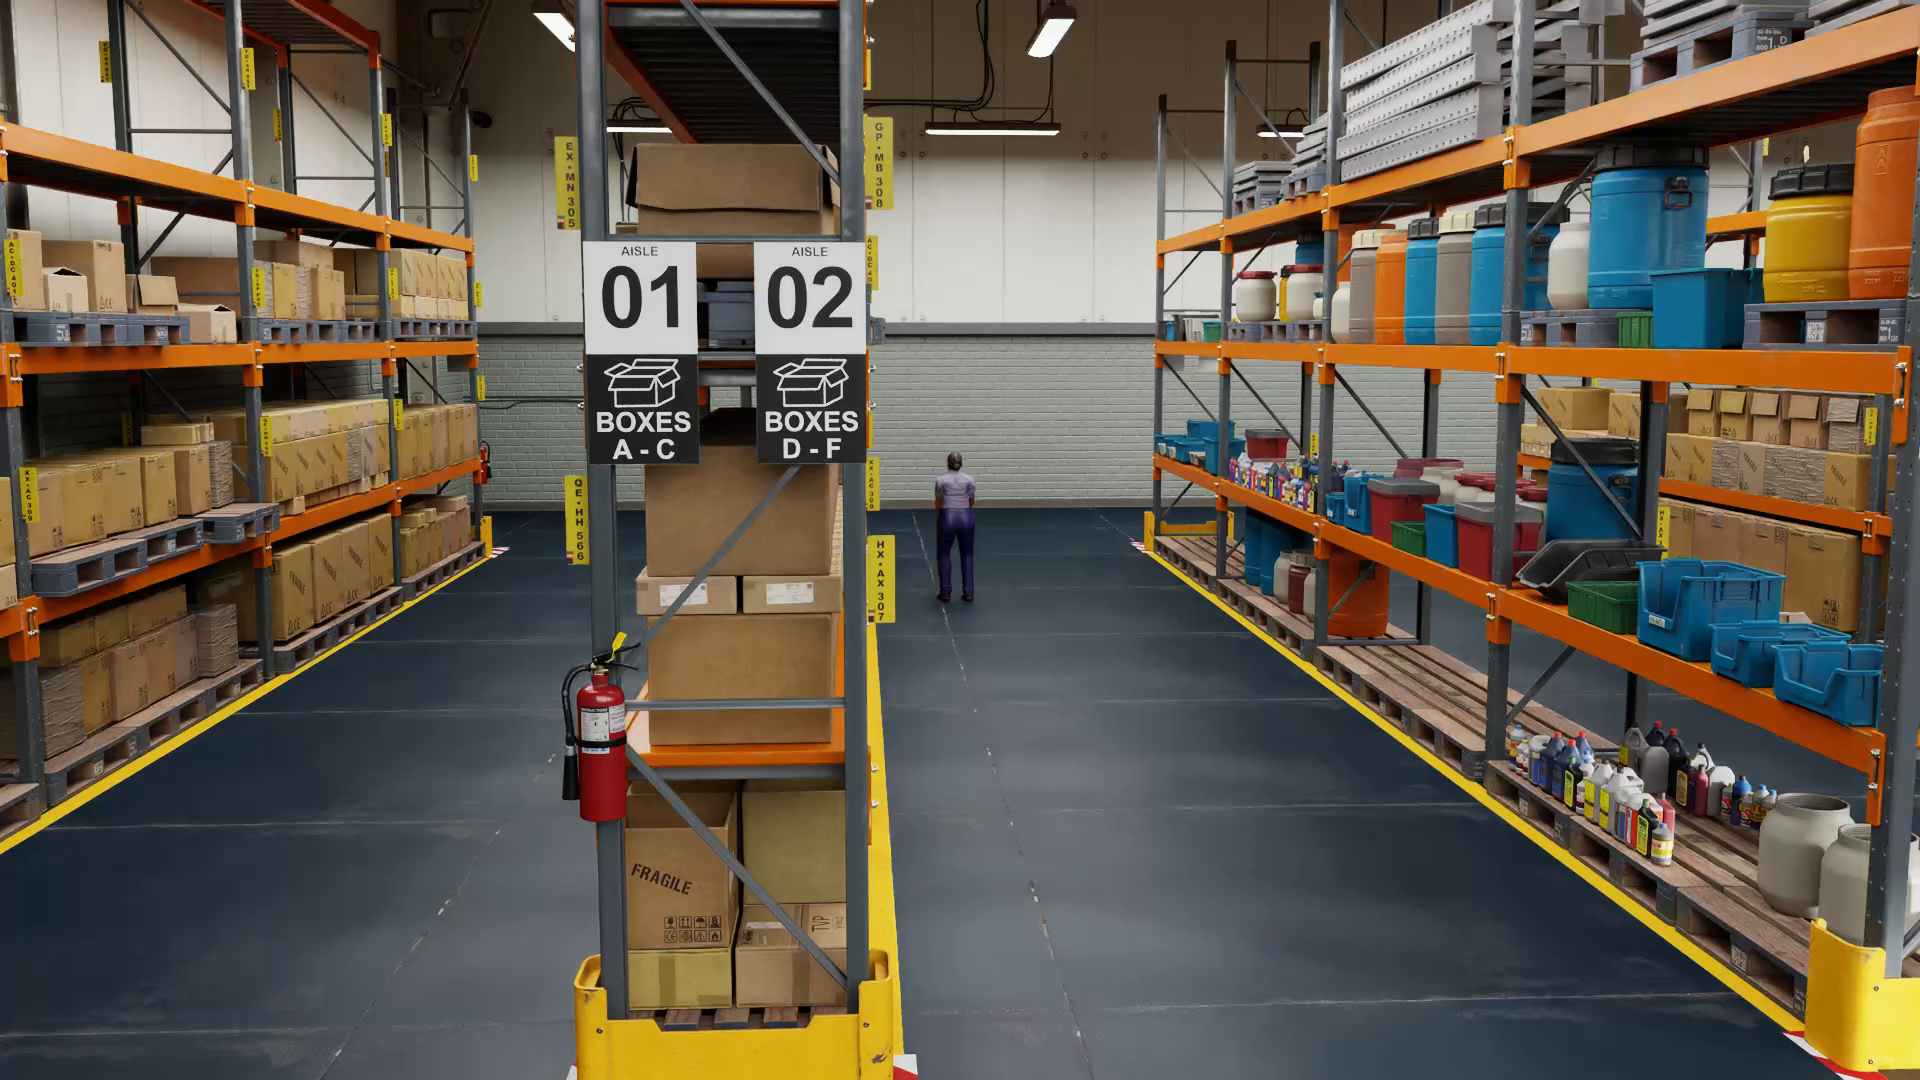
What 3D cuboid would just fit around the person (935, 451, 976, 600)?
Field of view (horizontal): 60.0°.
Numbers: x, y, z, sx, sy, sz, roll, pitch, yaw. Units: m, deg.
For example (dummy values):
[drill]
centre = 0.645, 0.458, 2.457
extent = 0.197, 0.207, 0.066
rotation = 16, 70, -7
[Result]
[person]
centre = -0.067, -0.163, 18.197
extent = 0.453, 1.639, 0.520
rotation = -1, 7, -10
